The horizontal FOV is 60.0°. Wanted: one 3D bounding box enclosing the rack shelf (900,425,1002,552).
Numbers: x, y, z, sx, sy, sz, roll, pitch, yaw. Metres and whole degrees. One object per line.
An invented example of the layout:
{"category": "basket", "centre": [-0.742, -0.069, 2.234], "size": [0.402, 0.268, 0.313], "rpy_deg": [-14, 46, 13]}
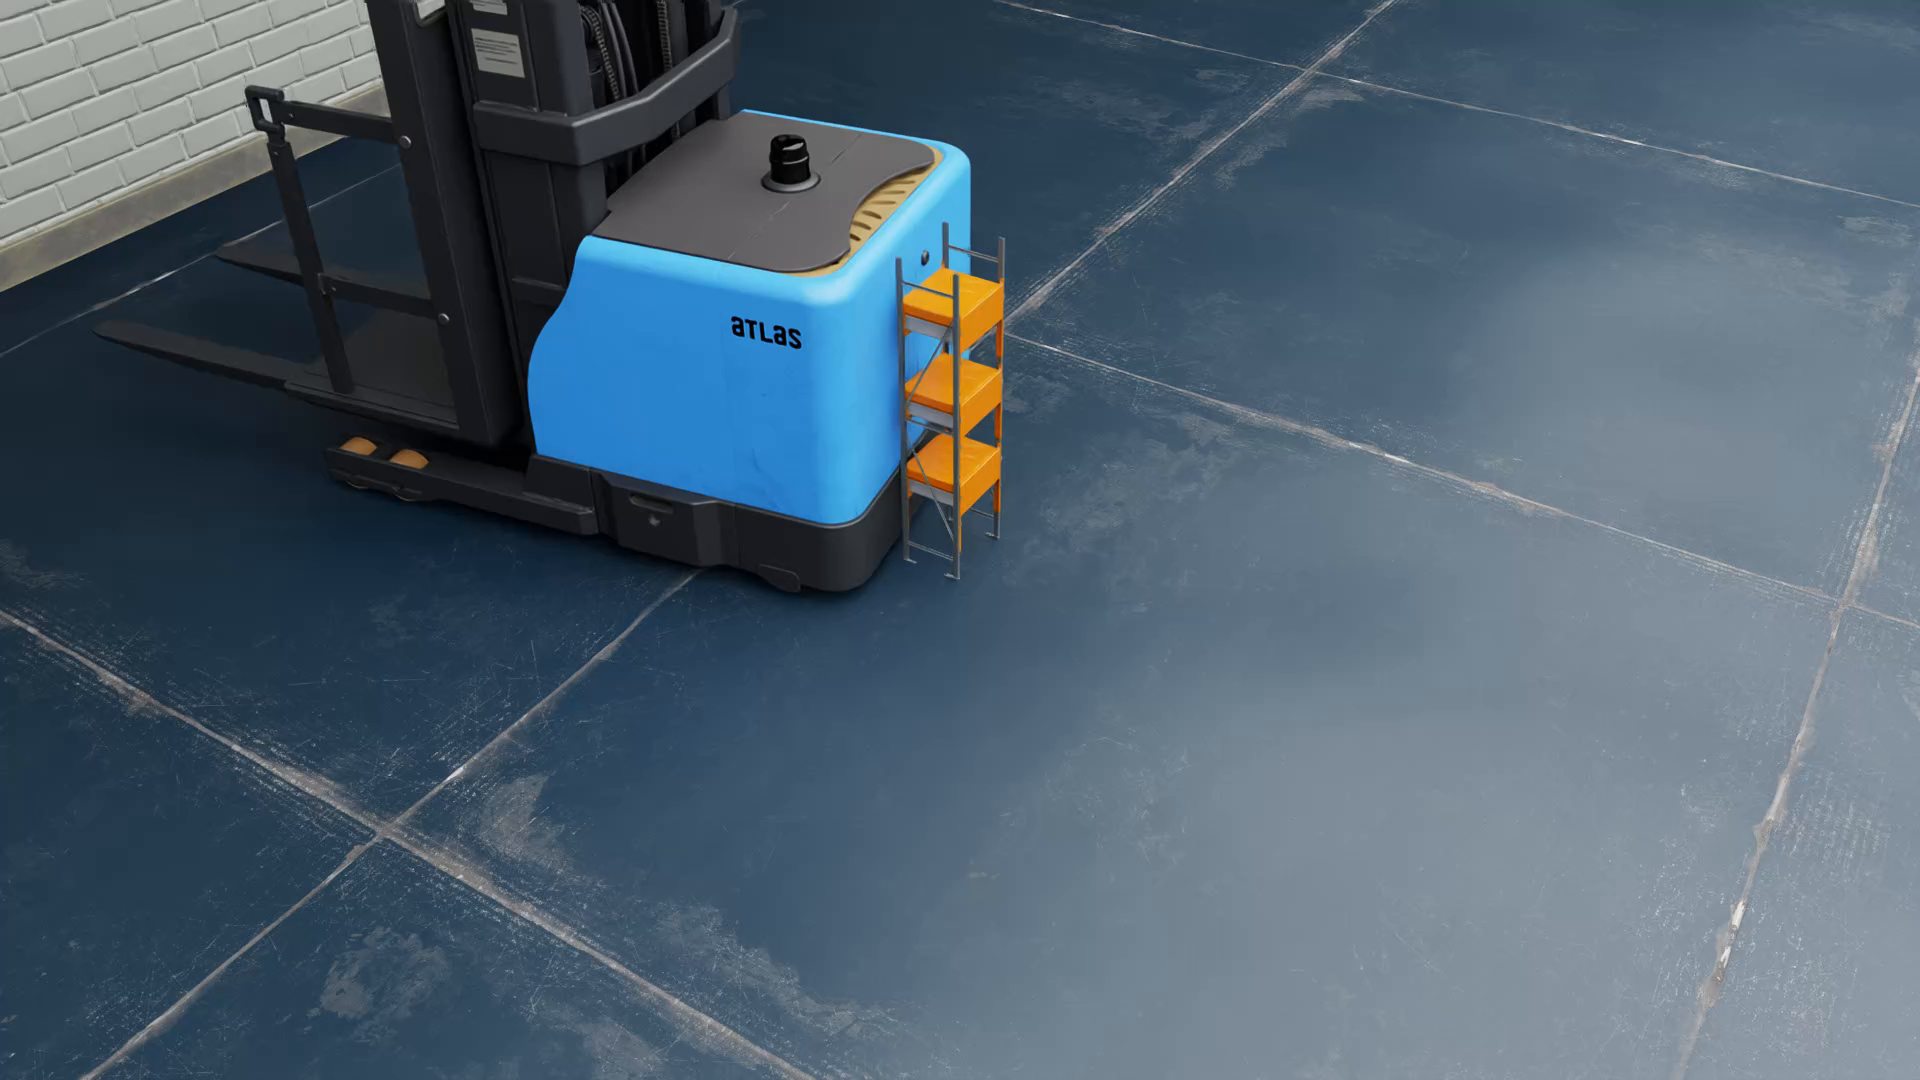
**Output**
{"category": "rack shelf", "centre": [-0.026, -0.159, 5.069], "size": [0.215, 0.259, 0.240], "rpy_deg": [20, 42, 24]}

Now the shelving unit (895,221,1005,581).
{"category": "shelving unit", "centre": [-0.026, -0.388, 4.893], "size": [0.215, 1.050, 0.252], "rpy_deg": [20, 42, 24]}

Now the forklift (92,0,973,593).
{"category": "forklift", "centre": [-1.524, -1.570, 4.886], "size": [3.031, 2.935, 1.130], "rpy_deg": [14, 40, 17]}

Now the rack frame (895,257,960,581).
{"category": "rack frame", "centre": [-0.089, -0.324, 4.810], "size": [0.200, 1.050, 0.008], "rpy_deg": [20, 42, 24]}

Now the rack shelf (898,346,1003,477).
{"category": "rack shelf", "centre": [-0.026, -0.380, 4.900], "size": [0.215, 0.259, 0.240], "rpy_deg": [20, 42, 24]}

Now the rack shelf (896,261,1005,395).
{"category": "rack shelf", "centre": [-0.026, -0.604, 4.726], "size": [0.215, 0.259, 0.240], "rpy_deg": [20, 42, 24]}

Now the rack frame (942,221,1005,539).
{"category": "rack frame", "centre": [0.037, -0.452, 4.976], "size": [0.200, 1.050, 0.008], "rpy_deg": [20, 42, 24]}
